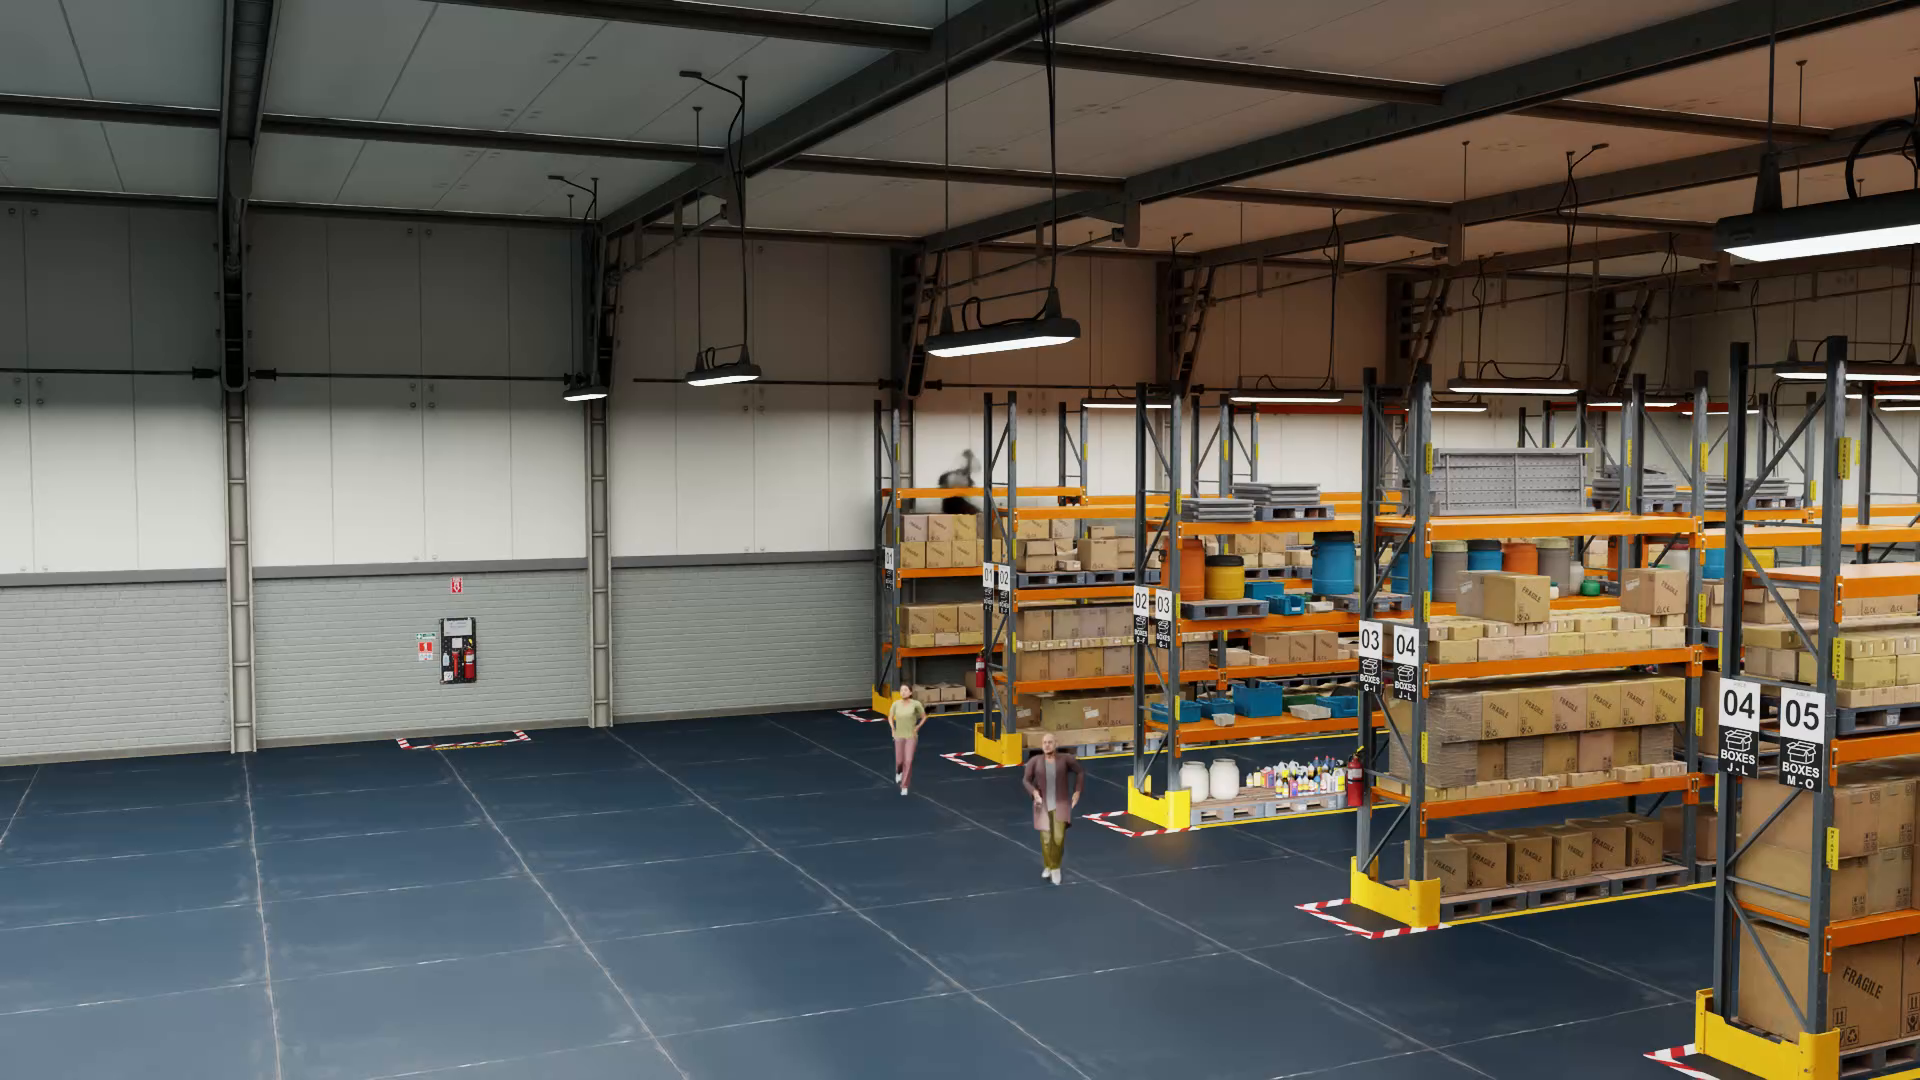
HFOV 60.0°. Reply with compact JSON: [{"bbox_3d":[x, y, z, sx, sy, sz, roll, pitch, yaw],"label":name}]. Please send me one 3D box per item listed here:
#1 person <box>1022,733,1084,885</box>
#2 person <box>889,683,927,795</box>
[{"bbox_3d":[1.082,3.161,19.556,0.719,1.761,0.730,1,3,10],"label":"person"},{"bbox_3d":[-0.777,2.924,24.626,0.575,1.640,0.590,0,3,5],"label":"person"}]
